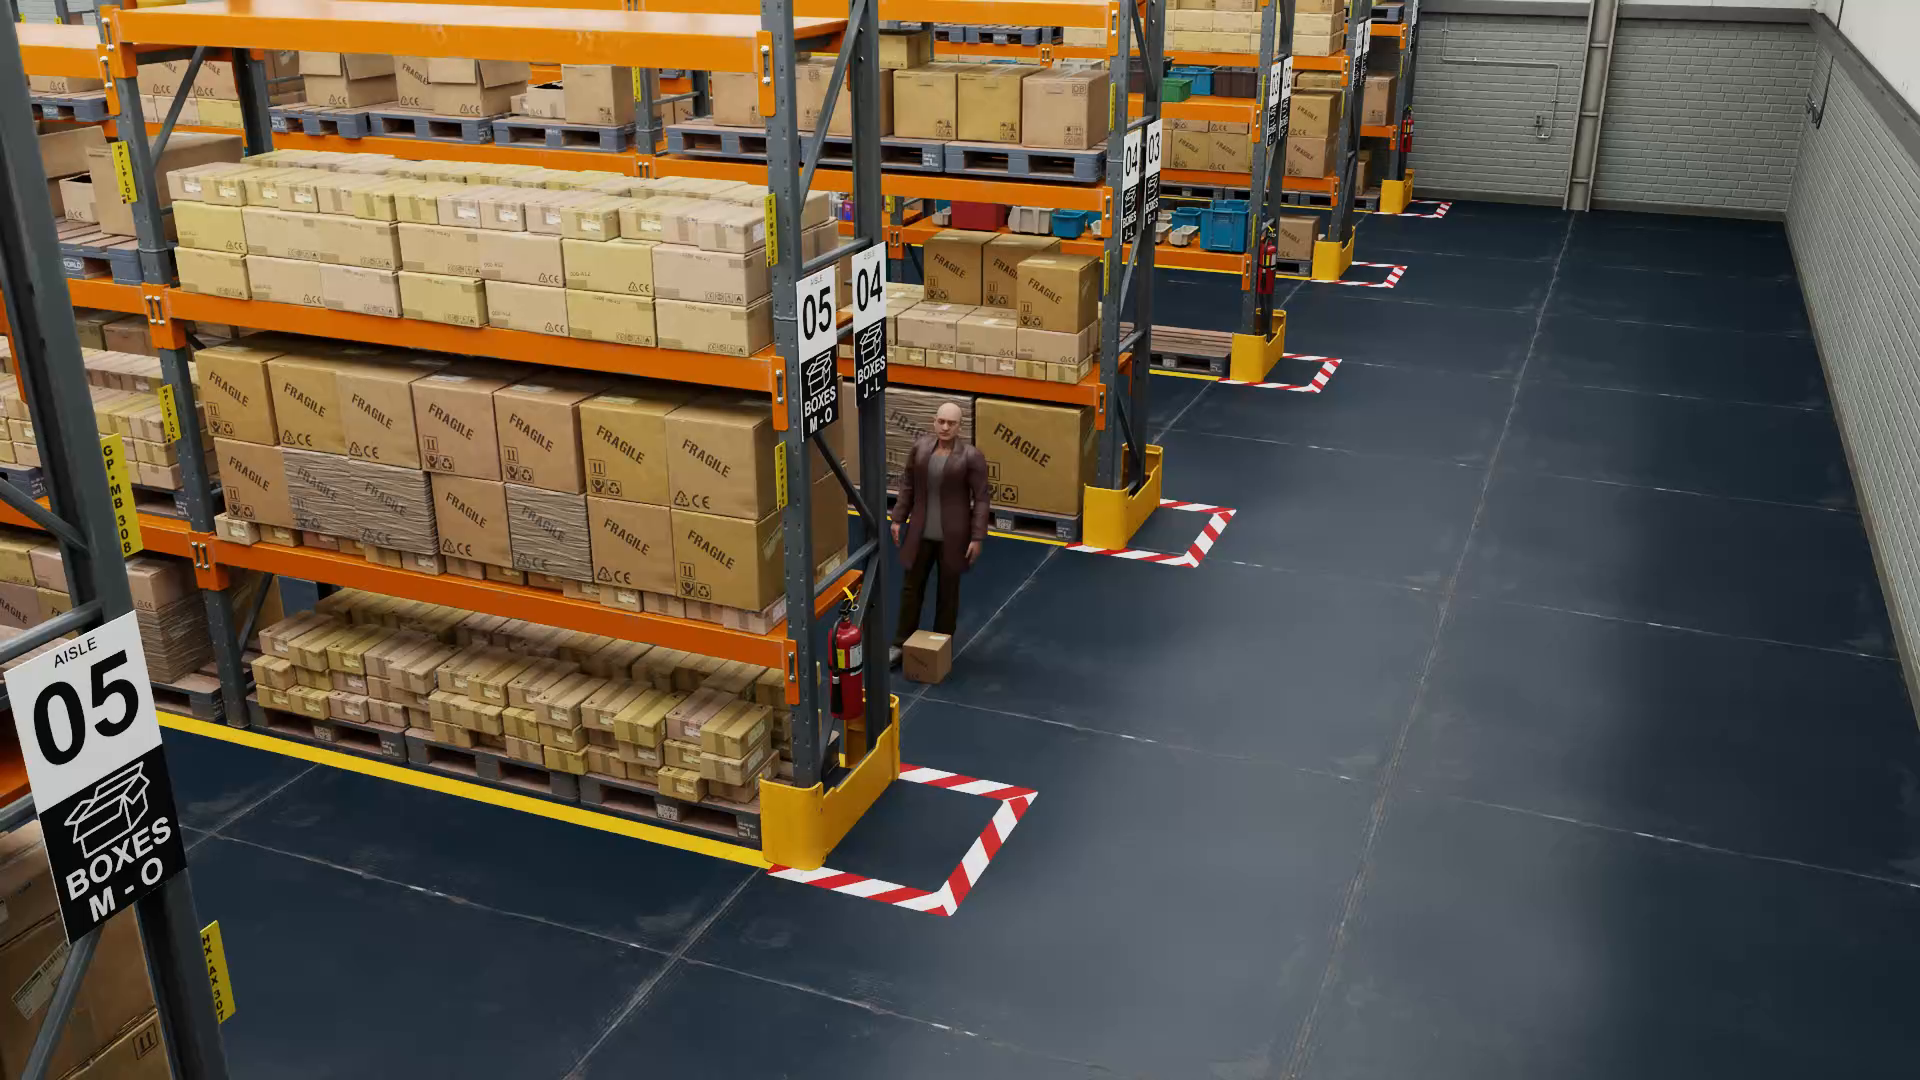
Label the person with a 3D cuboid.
[{"bbox_3d":[-0.169,-0.006,10.959,0.696,1.778,0.579,9,24,20],"label":"person"}]
